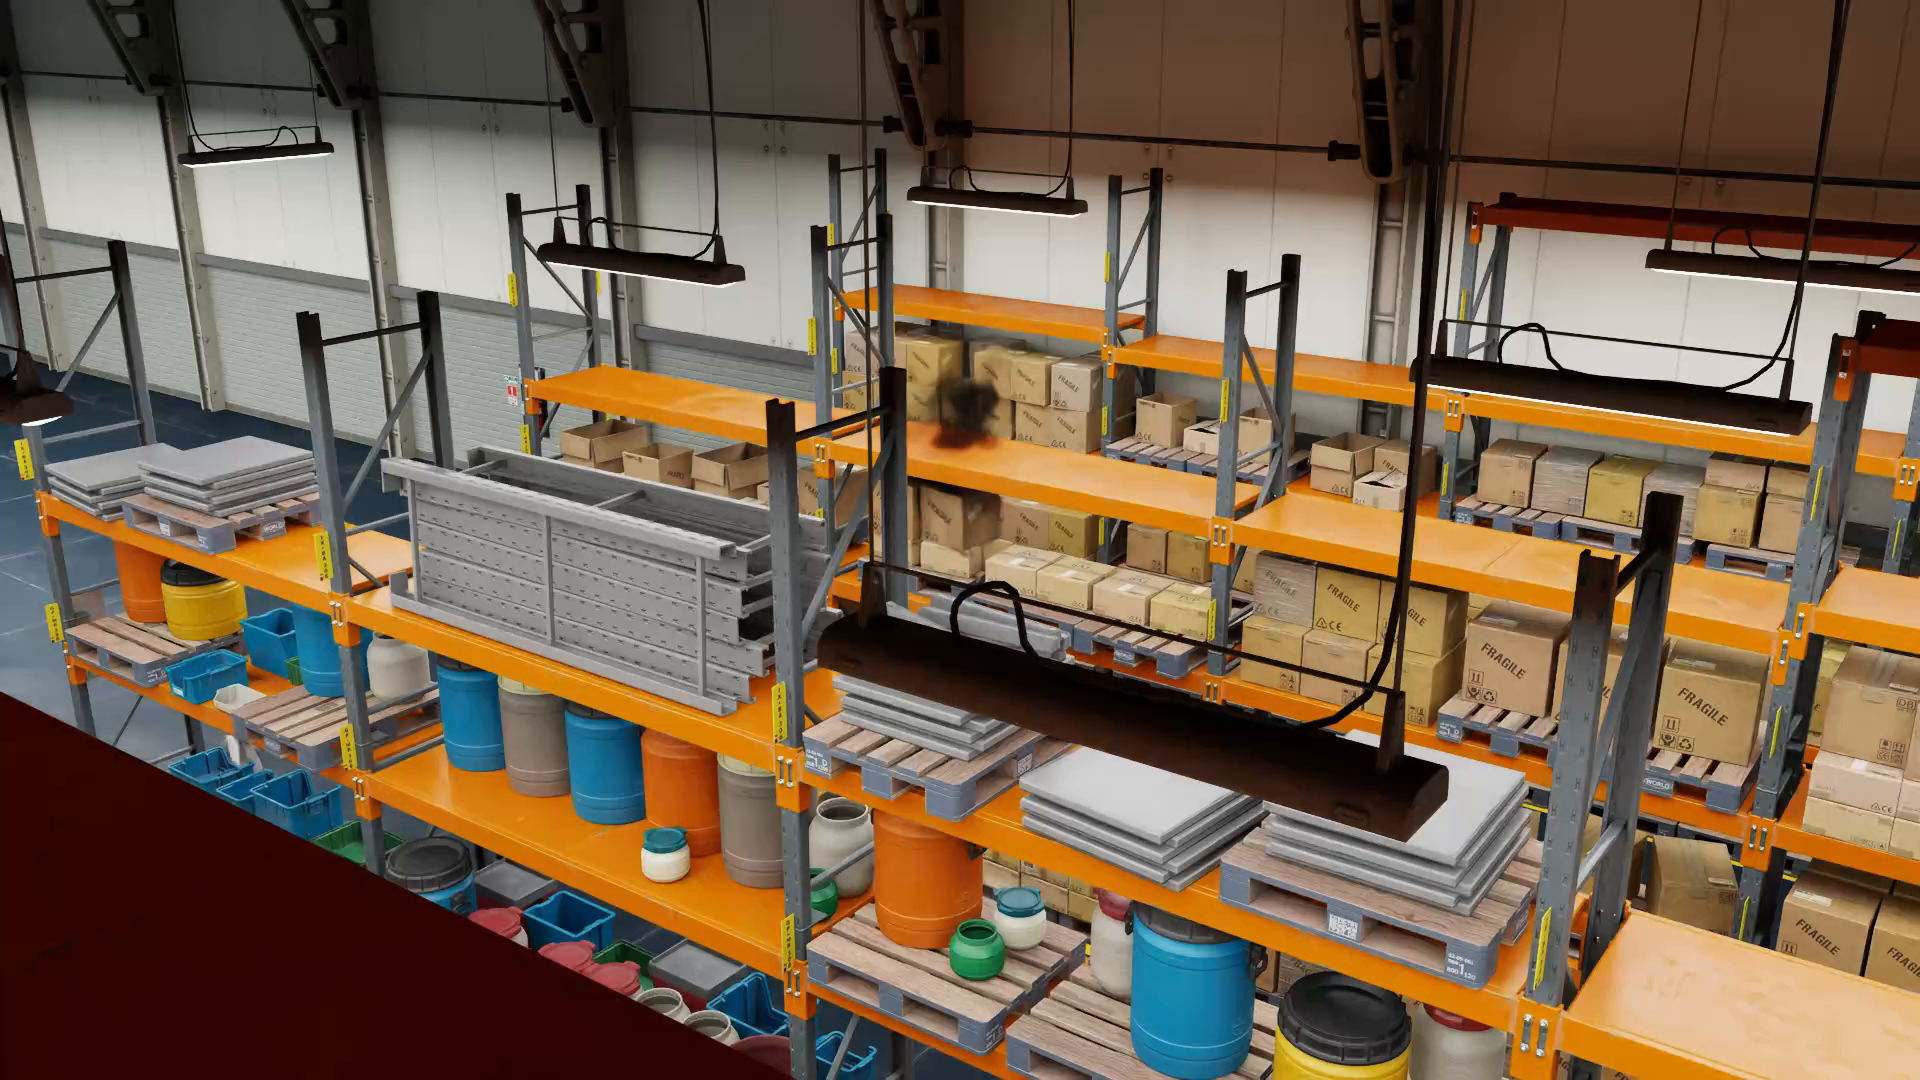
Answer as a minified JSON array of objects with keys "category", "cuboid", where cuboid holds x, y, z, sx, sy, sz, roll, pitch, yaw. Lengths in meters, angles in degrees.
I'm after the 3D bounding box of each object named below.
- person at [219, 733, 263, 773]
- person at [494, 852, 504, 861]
[{"category":"person","cuboid":[-6.875,2.250,15.992,0.528,1.524,0.575,0,18,1]},{"category":"person","cuboid":[-3.975,2.616,14.690,0.757,1.708,0.582,10,21,28]}]
